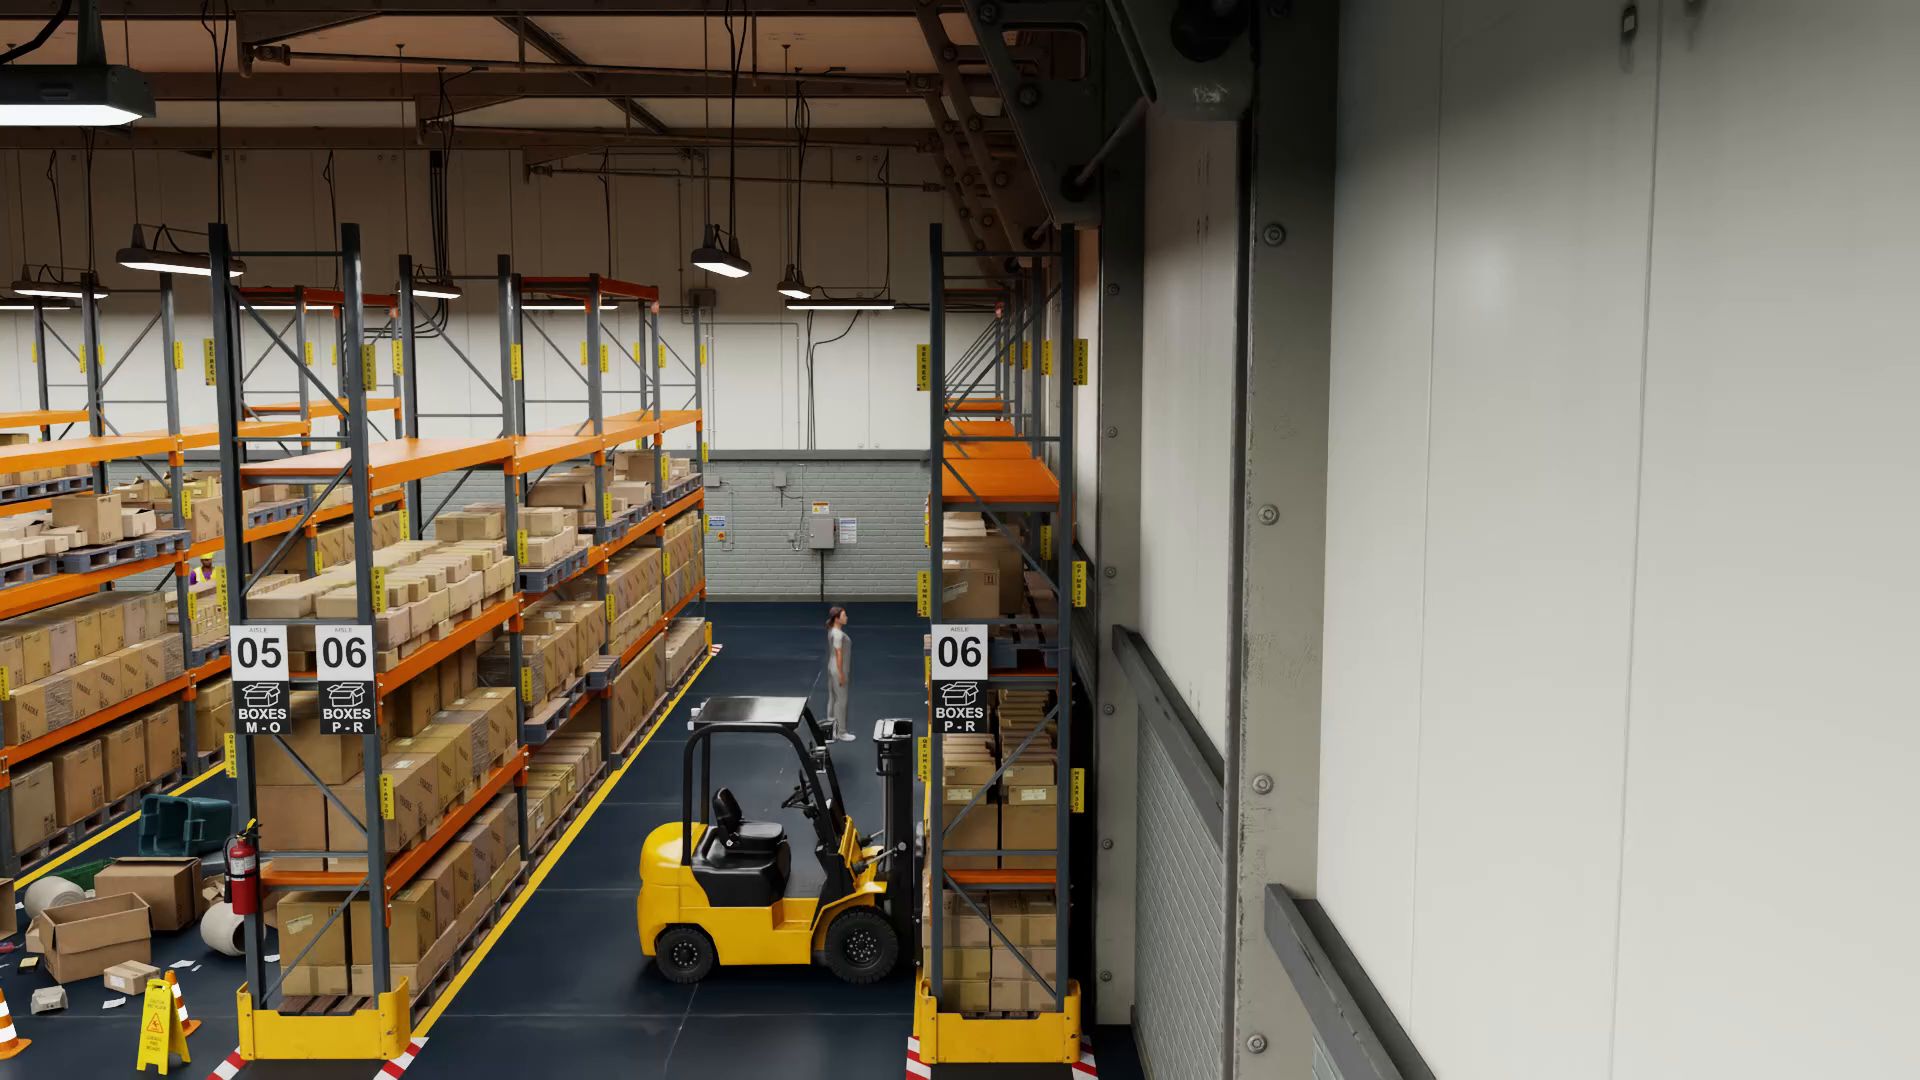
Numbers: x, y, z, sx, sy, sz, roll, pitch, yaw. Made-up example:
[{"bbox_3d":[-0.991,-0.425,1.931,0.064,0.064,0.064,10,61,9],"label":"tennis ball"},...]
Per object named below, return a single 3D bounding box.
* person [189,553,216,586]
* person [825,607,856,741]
[{"bbox_3d":[-12.636,1.040,27.998,0.719,1.717,1.058,0,7,-3],"label":"person"},{"bbox_3d":[-1.534,1.669,20.970,0.347,1.678,0.537,-2,7,-19],"label":"person"}]
